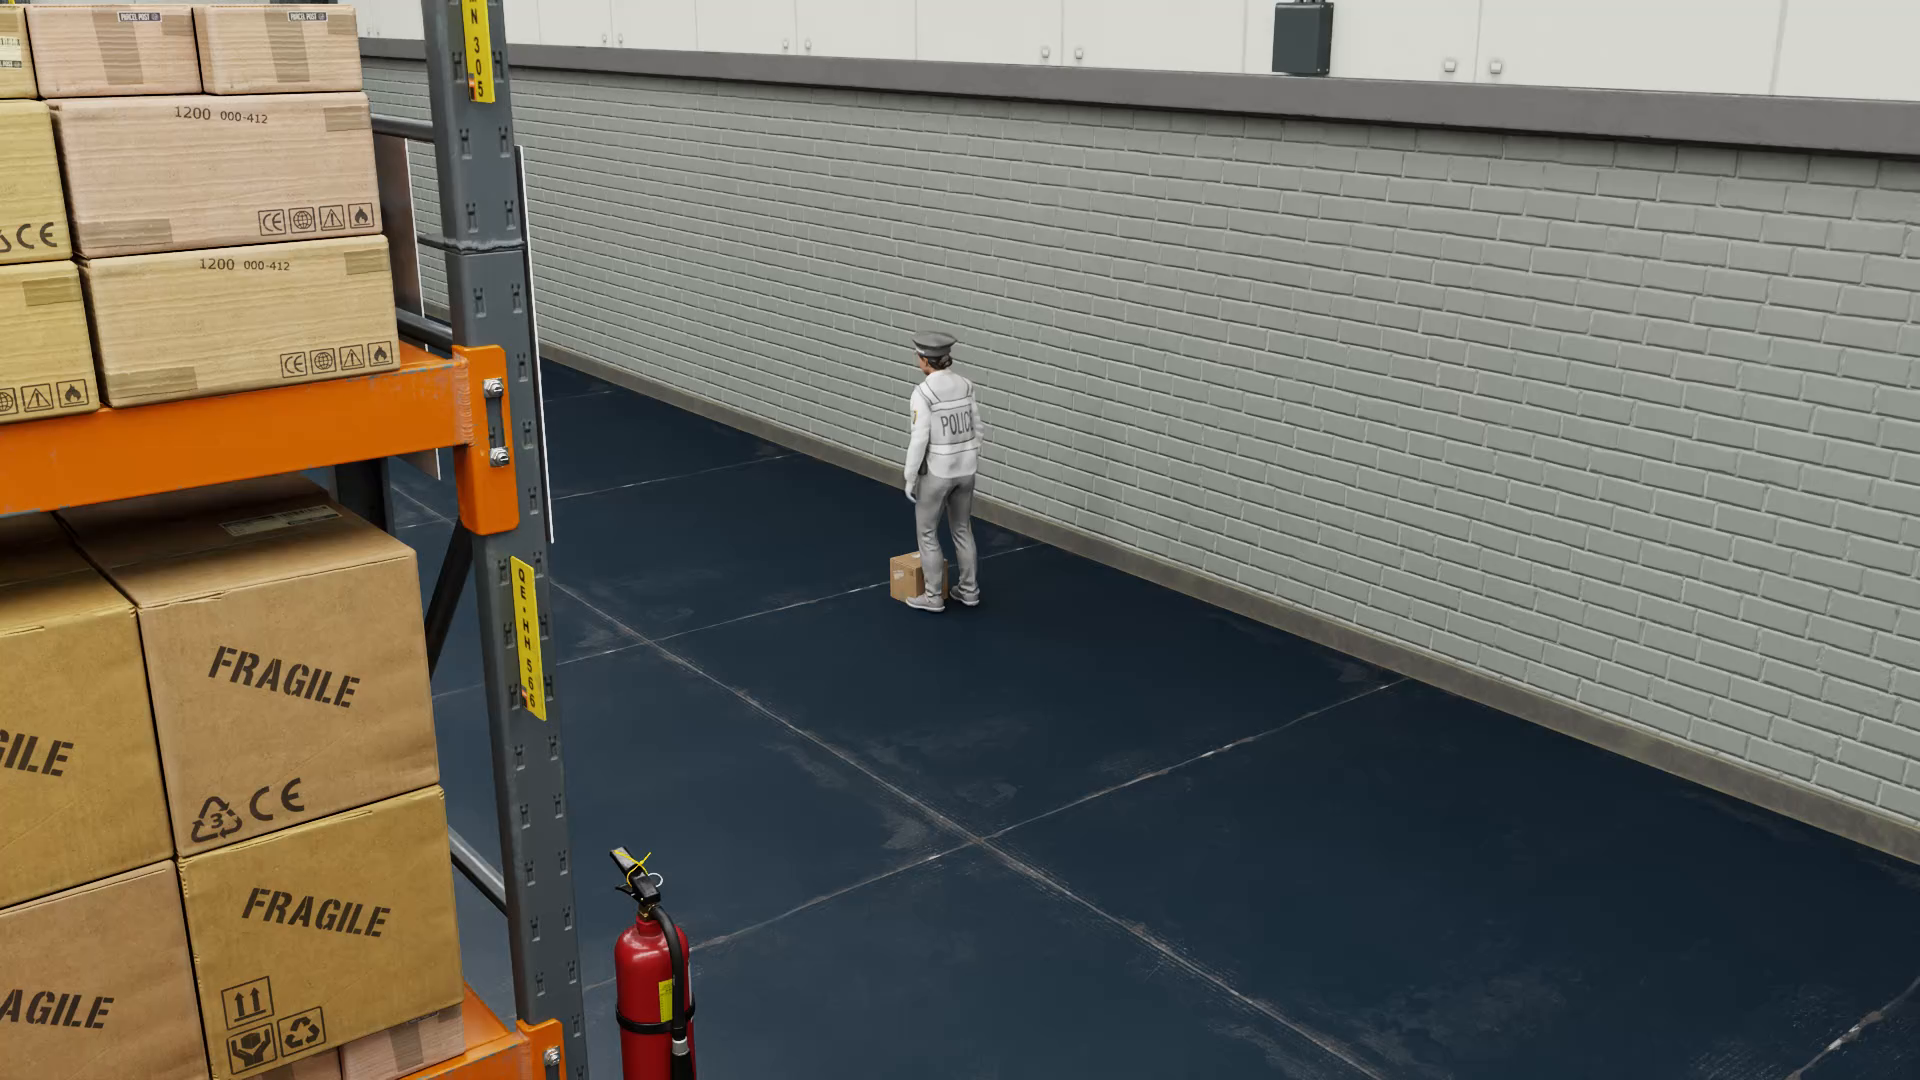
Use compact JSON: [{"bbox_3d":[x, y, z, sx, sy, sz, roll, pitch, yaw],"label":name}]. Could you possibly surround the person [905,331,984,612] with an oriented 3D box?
[{"bbox_3d":[-0.109,-0.386,9.748,0.536,1.663,0.405,-14,23,-37],"label":"person"}]
